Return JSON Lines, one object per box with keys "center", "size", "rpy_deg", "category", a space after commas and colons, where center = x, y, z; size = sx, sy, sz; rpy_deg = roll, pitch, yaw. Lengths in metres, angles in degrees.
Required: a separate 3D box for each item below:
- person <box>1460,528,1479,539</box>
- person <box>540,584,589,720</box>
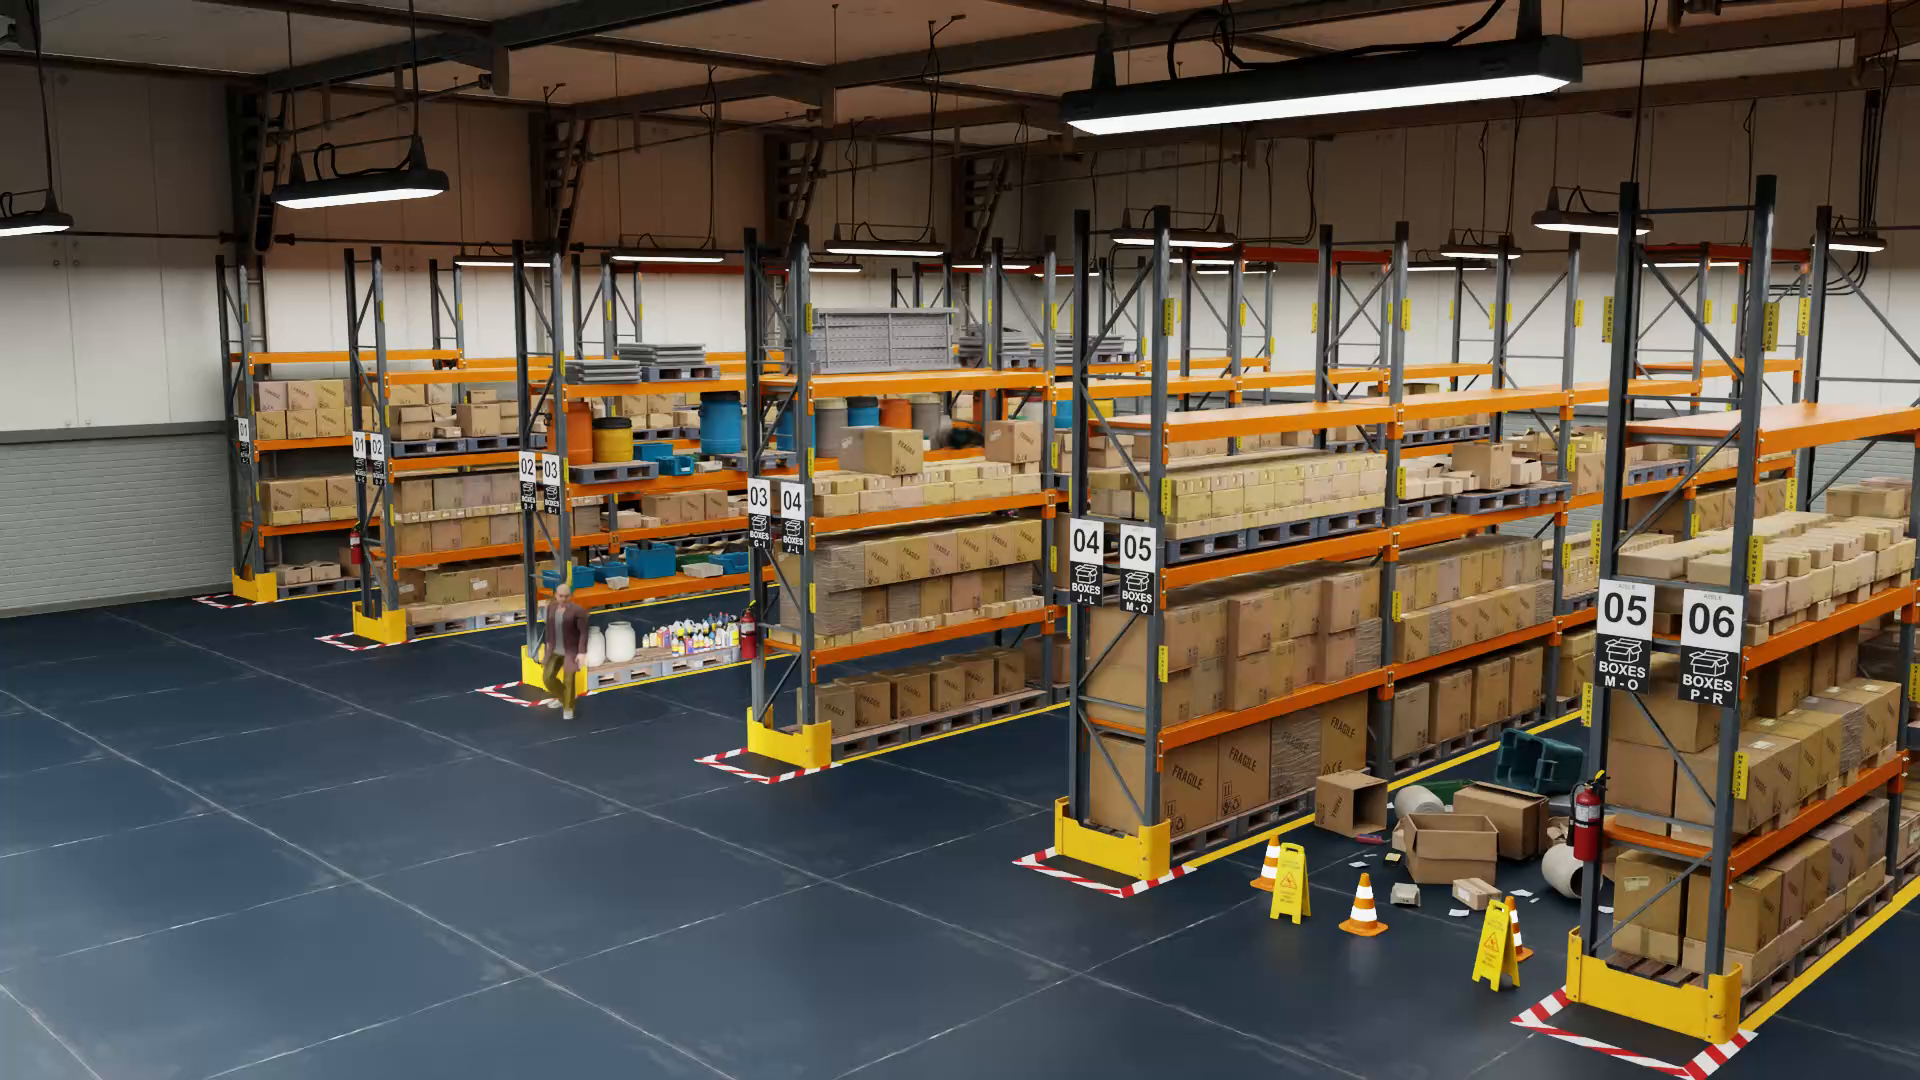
{"center": [8.257, 0.497, 26.931], "size": [0.794, 1.715, 0.692], "rpy_deg": [-7, 10, -39], "category": "person"}
{"center": [-4.915, 1.379, 20.755], "size": [0.744, 1.743, 0.560], "rpy_deg": [2, 8, 16], "category": "person"}
